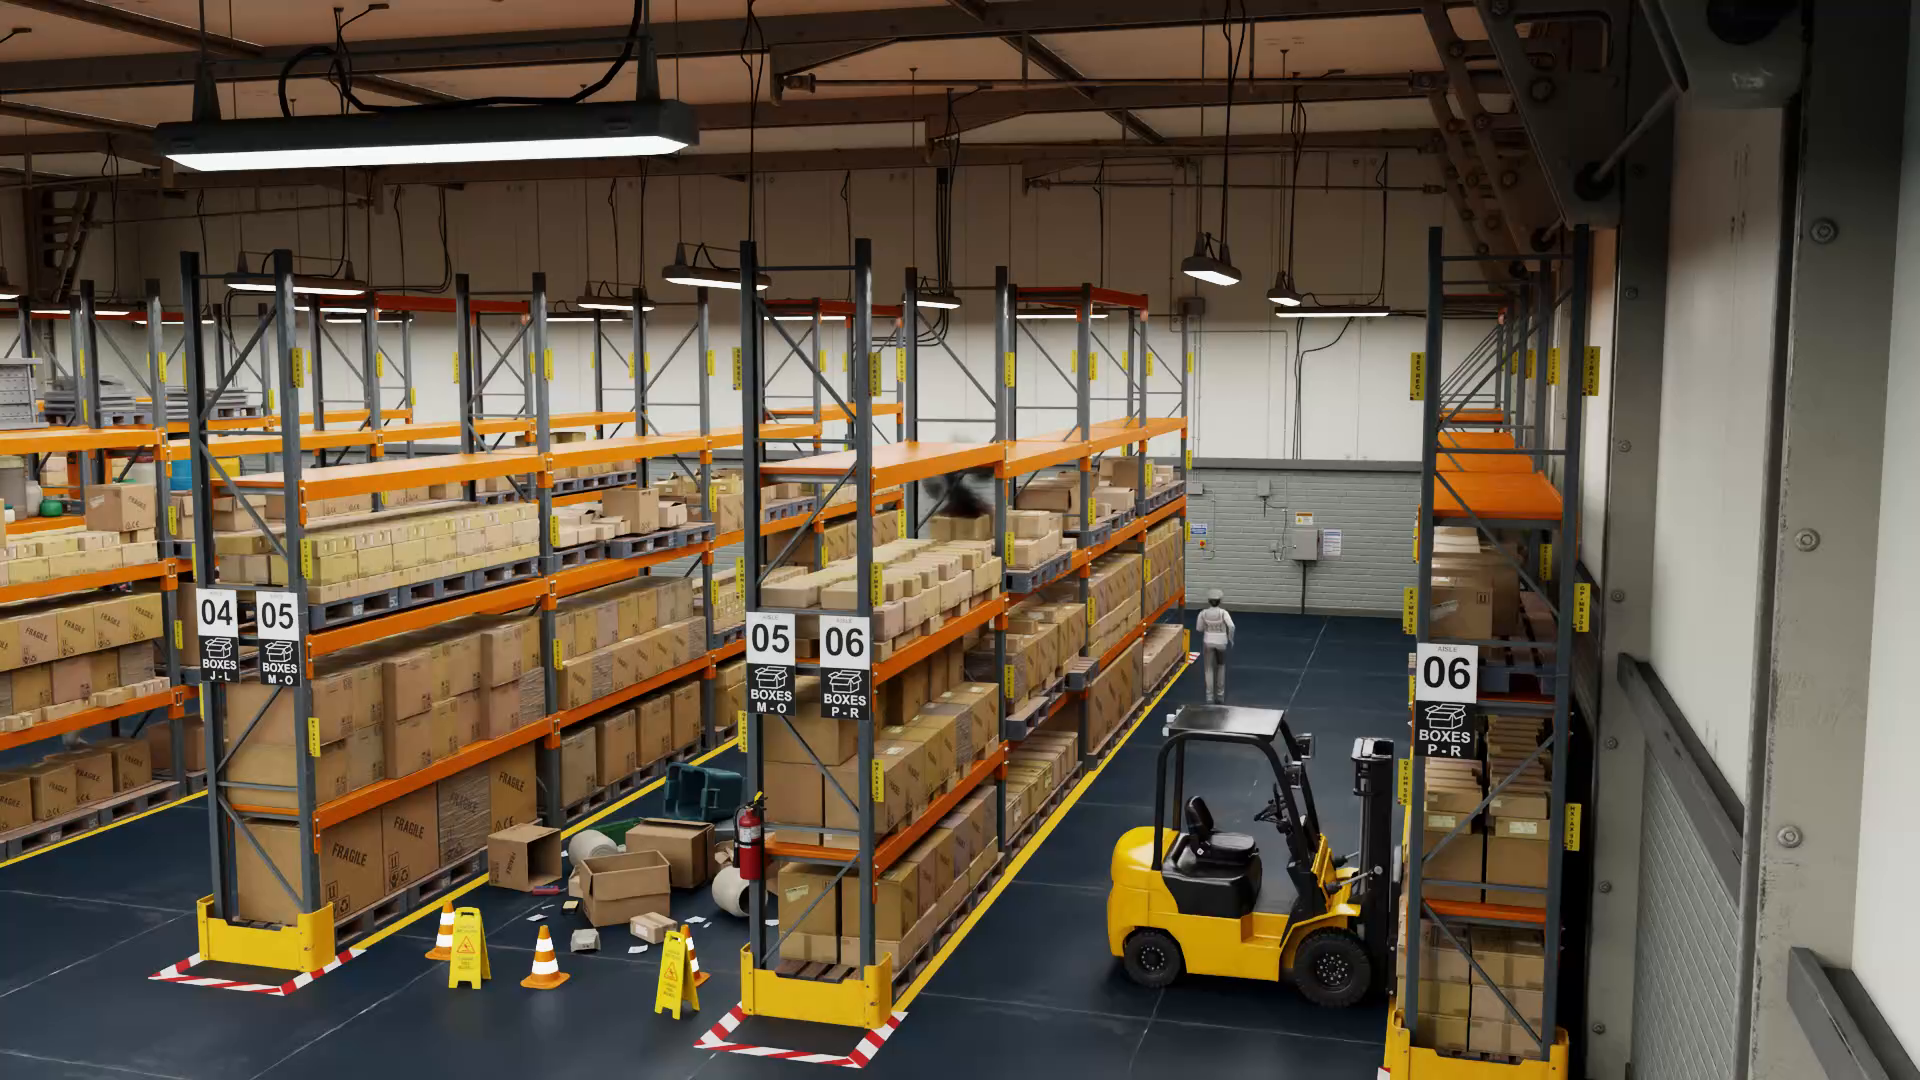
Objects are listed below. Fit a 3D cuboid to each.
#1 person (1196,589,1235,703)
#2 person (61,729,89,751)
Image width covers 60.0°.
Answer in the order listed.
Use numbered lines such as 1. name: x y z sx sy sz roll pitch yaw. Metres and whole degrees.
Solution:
1. person: 3.750 1.594 24.459 0.578 1.753 0.747 1 6 9
2. person: -10.832 2.124 20.281 0.527 1.555 0.535 1 7 11
